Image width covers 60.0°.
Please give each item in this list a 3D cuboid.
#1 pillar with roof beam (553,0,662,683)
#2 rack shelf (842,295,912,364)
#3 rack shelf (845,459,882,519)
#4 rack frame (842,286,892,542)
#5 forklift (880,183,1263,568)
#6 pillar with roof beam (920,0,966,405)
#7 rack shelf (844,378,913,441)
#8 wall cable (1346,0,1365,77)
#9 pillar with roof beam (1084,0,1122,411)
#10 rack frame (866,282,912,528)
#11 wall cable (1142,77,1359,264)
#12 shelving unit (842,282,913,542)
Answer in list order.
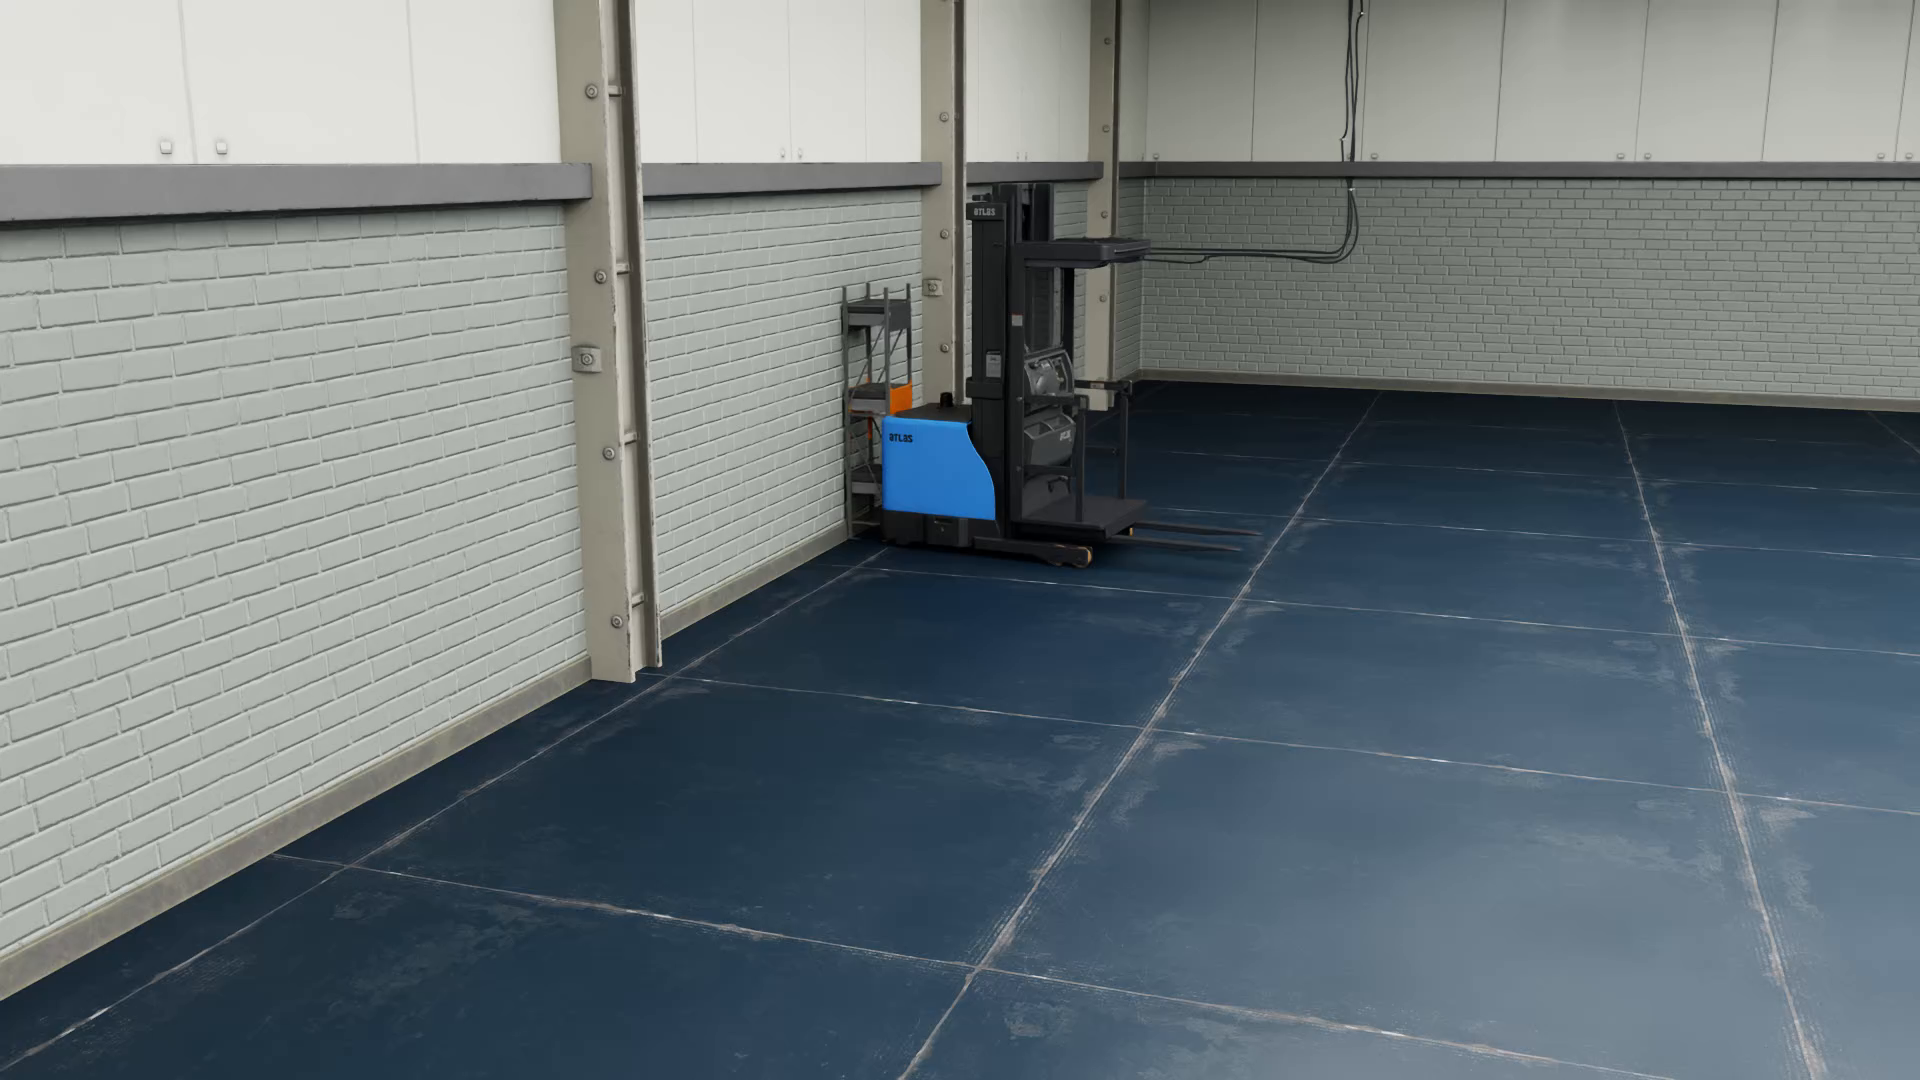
[{"bbox_3d":[1.982,-3.256,8.031,9.100,9.000,0.400,4,14,18],"label":"pillar with roof beam"},{"bbox_3d":[-0.683,-1.746,13.768,0.431,0.518,0.480,4,13,19],"label":"rack shelf"},{"bbox_3d":[-0.673,-0.379,14.074,0.431,0.518,0.480,4,13,19],"label":"rack shelf"},{"bbox_3d":[-0.761,-1.025,13.694,0.400,2.100,0.015,4,13,19],"label":"rack frame"},{"bbox_3d":[0.901,-1.344,13.289,3.031,2.935,1.130,6,14,24],"label":"forklift"},{"bbox_3d":[3.924,-4.519,13.566,9.100,9.000,0.400,4,14,18],"label":"pillar with roof beam"},{"bbox_3d":[-0.678,-1.062,13.921,0.431,0.518,0.480,4,13,19],"label":"rack shelf"},{"bbox_3d":[6.556,-7.371,21.689,3.097,2.526,0.112,4,14,18],"label":"wall cable"},{"bbox_3d":[5.865,-5.783,19.101,9.100,9.000,0.400,4,14,18],"label":"pillar with roof beam"},{"bbox_3d":[-0.595,-1.126,14.142,0.400,2.100,0.015,4,13,19],"label":"rack frame"},{"bbox_3d":[3.996,-5.104,23.105,3.097,2.526,0.112,4,14,18],"label":"wall cable"},{"bbox_3d":[-0.678,-1.076,13.918,0.431,2.100,0.503,4,13,19],"label":"shelving unit"}]
